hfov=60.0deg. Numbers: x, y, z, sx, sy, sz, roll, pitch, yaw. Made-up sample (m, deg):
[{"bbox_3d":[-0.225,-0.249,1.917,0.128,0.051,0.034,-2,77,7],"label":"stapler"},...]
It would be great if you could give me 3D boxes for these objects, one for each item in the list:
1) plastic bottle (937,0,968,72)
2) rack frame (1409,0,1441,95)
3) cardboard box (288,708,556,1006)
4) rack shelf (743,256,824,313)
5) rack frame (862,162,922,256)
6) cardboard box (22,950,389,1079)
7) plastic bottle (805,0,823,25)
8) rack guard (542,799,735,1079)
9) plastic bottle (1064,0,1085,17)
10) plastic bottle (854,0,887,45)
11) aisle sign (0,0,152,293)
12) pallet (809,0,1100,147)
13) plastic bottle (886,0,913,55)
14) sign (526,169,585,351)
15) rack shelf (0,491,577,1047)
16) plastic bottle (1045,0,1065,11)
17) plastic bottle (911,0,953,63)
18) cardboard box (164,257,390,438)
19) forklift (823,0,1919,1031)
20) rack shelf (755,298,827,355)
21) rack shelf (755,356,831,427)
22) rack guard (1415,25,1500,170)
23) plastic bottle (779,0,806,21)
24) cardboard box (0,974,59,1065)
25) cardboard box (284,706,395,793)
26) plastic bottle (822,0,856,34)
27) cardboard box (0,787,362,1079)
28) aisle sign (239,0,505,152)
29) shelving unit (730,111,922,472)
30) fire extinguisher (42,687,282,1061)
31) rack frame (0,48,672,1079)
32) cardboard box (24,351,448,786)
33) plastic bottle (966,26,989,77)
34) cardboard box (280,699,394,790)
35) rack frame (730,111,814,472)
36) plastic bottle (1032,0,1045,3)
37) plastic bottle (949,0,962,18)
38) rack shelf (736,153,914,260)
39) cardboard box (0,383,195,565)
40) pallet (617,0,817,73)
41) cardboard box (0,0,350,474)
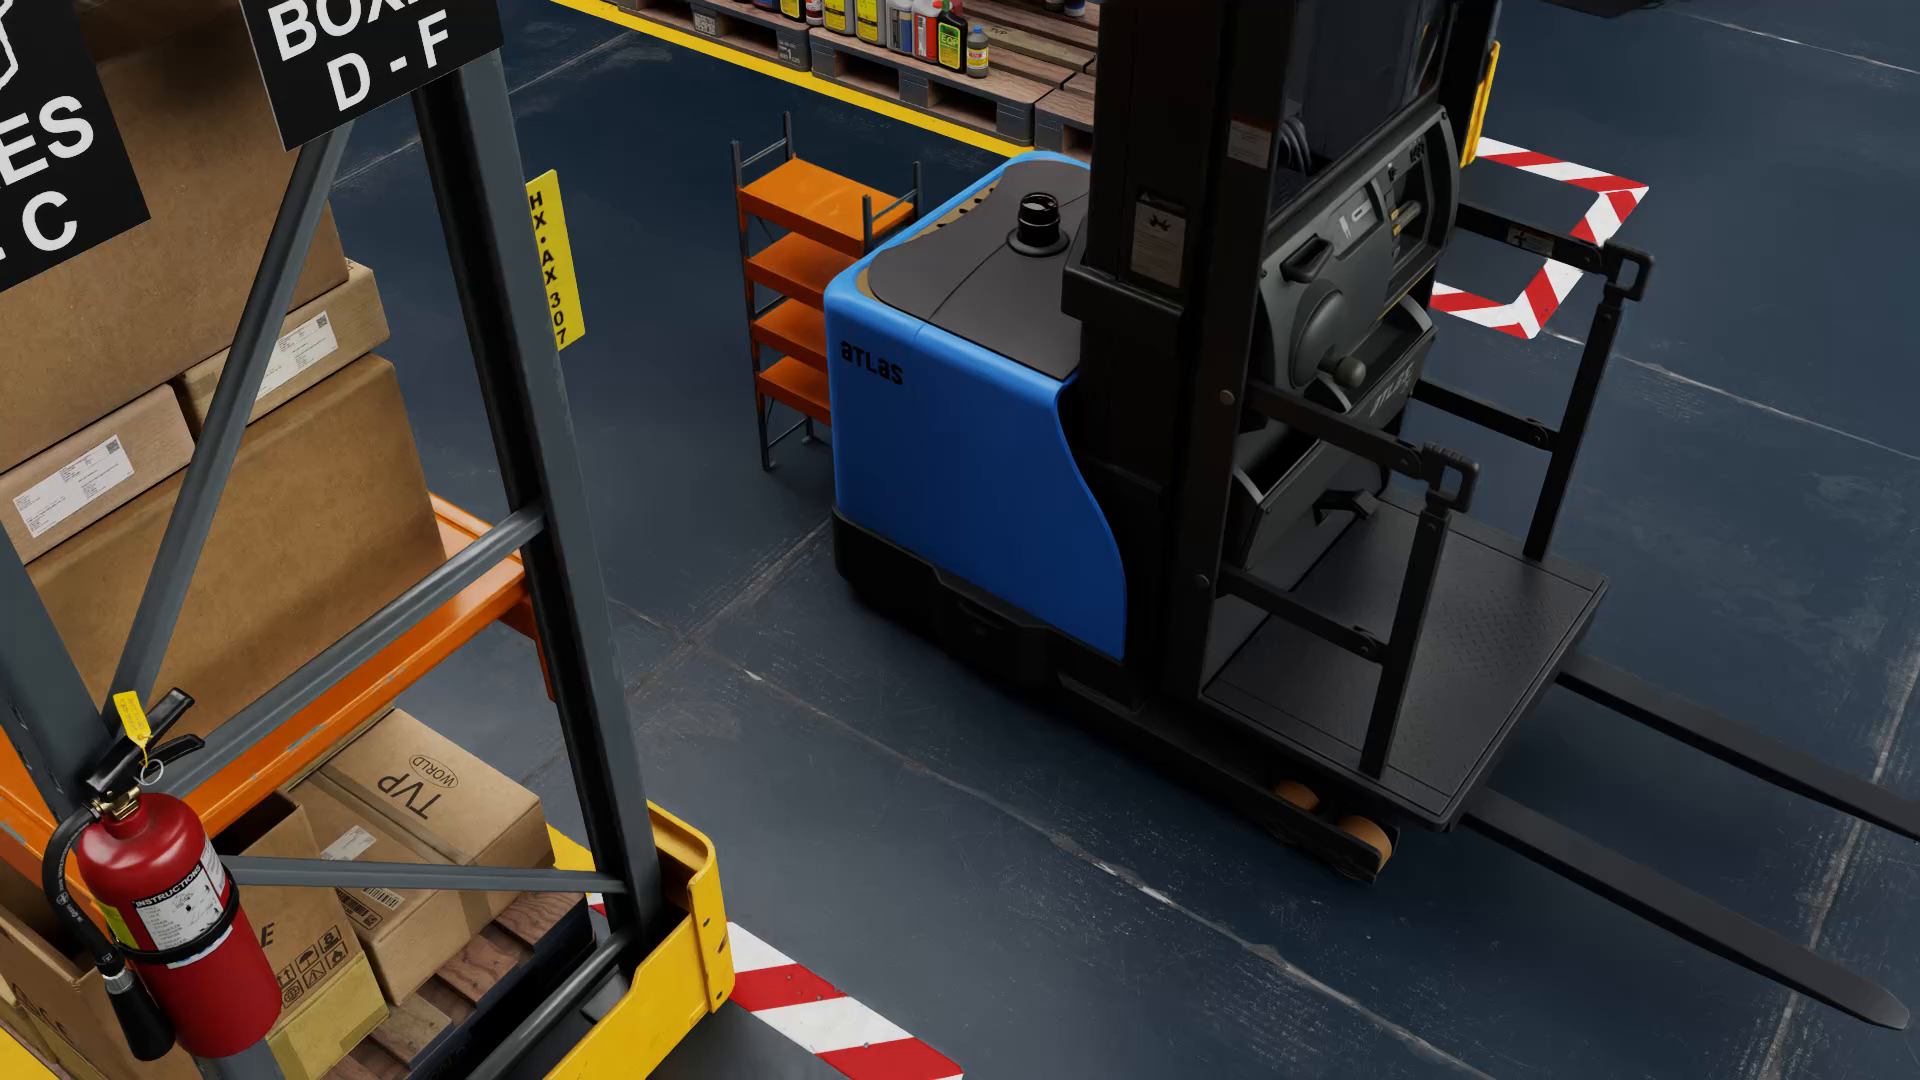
[{"bbox_3d":[-0.032,-2.161,7.123,0.133,0.283,0.061,26,48,26],"label":"plastic bottle"},{"bbox_3d":[1.832,-2.512,5.808,0.053,2.616,0.949,25,48,25],"label":"rack frame"},{"bbox_3d":[-1.329,0.734,3.928,0.500,0.250,0.500,25,48,25],"label":"cardboard box"},{"bbox_3d":[-0.380,-0.756,4.960,0.480,0.148,0.258,27,48,27],"label":"rack shelf"},{"bbox_3d":[-0.186,-0.540,4.954,0.015,1.200,0.240,27,48,27],"label":"rack frame"},{"bbox_3d":[-1.626,1.016,3.612,0.500,0.250,0.500,25,48,25],"label":"cardboard box"},{"bbox_3d":[-0.650,-2.434,7.490,0.097,0.201,0.097,0,42,0],"label":"plastic bottle"},{"bbox_3d":[-0.998,1.133,3.609,0.348,0.500,1.175,25,48,25],"label":"rack guard"},{"bbox_3d":[0.524,-2.522,7.535,0.097,0.271,0.097,0,42,0],"label":"plastic bottle"},{"bbox_3d":[-0.368,-2.377,7.314,0.185,0.351,0.144,27,48,27],"label":"plastic bottle"},{"bbox_3d":[-1.132,-0.591,1.712,0.004,0.787,0.394,25,48,25],"label":"aisle sign"},{"bbox_3d":[0.084,-2.256,7.613,1.213,0.211,1.003,25,48,25],"label":"pallet"},{"bbox_3d":[-0.230,-2.288,7.270,0.135,0.276,0.152,24,47,24],"label":"plastic bottle"},{"bbox_3d":[-0.694,-0.461,2.807,0.005,0.325,0.100,25,48,25],"label":"sign"},{"bbox_3d":[-2.655,-0.306,3.881,4.000,0.370,1.077,25,48,25],"label":"rack shelf"},{"bbox_3d":[0.440,-2.536,7.603,0.097,0.201,0.097,0,42,0],"label":"plastic bottle"},{"bbox_3d":[-0.116,-2.235,7.211,0.135,0.276,0.152,25,48,26],"label":"plastic bottle"},{"bbox_3d":[-1.215,-0.355,2.835,0.250,0.149,0.380,25,47,25],"label":"cardboard box"},{"bbox_3d":[-0.064,-2.346,5.098,7.490,3.703,3.137,27,48,27],"label":"forklift"},{"bbox_3d":[-0.380,-0.618,5.083,0.457,0.050,0.221,27,48,27],"label":"rack shelf"},{"bbox_3d":[-0.380,-0.441,5.242,0.480,0.148,0.258,27,48,27],"label":"rack shelf"},{"bbox_3d":[1.741,-1.583,6.644,0.348,0.500,1.175,25,48,25],"label":"rack guard"},{"bbox_3d":[-0.757,-2.500,7.502,0.133,0.283,0.061,27,48,27],"label":"plastic bottle"},{"bbox_3d":[-2.042,0.831,3.818,0.500,0.250,0.500,25,48,25],"label":"cardboard box"},{"bbox_3d":[-1.740,0.544,4.139,0.500,0.250,0.500,25,48,25],"label":"cardboard box"},{"bbox_3d":[-0.520,-2.448,7.393,0.185,0.351,0.144,25,47,25],"label":"plastic bottle"},{"bbox_3d":[-1.627,0.738,3.360,0.500,0.500,0.500,25,48,25],"label":"cardboard box"},{"bbox_3d":[-0.788,-0.919,2.078,0.004,0.787,0.394,25,48,25],"label":"aisle sign"},{"bbox_3d":[-0.380,-0.639,5.064,0.503,1.200,0.258,27,48,27],"label":"shelving unit"},{"bbox_3d":[-1.187,0.520,2.478,0.183,0.674,0.296,25,48,25],"label":"fire extinguisher"},{"bbox_3d":[-1.017,0.192,2.786,0.127,3.000,1.000,25,48,25],"label":"rack frame"},{"bbox_3d":[-1.392,-0.031,2.960,0.500,0.500,0.700,25,48,25],"label":"cardboard box"},{"bbox_3d":[0.074,-2.096,7.111,0.097,0.201,0.097,0,42,0],"label":"plastic bottle"},{"bbox_3d":[-1.739,0.264,3.891,0.500,0.500,0.500,25,48,25],"label":"cardboard box"},{"bbox_3d":[-0.574,-0.738,5.175,0.015,1.200,0.240,27,48,27],"label":"rack frame"},{"bbox_3d":[0.349,-2.623,7.639,0.133,0.283,0.061,26,48,26],"label":"plastic bottle"},{"bbox_3d":[-0.056,-2.296,7.274,0.133,0.283,0.061,25,48,25],"label":"plastic bottle"},{"bbox_3d":[-0.380,-0.932,4.802,0.480,0.148,0.258,27,48,27],"label":"rack shelf"},{"bbox_3d":[-1.440,-0.129,2.583,0.250,0.149,0.380,24,47,25],"label":"cardboard box"},{"bbox_3d":[-0.919,-2.723,8.135,1.213,0.211,1.003,25,48,25],"label":"pallet"},{"bbox_3d":[-1.436,-0.535,2.550,0.500,0.500,0.700,25,48,25],"label":"cardboard box"}]
